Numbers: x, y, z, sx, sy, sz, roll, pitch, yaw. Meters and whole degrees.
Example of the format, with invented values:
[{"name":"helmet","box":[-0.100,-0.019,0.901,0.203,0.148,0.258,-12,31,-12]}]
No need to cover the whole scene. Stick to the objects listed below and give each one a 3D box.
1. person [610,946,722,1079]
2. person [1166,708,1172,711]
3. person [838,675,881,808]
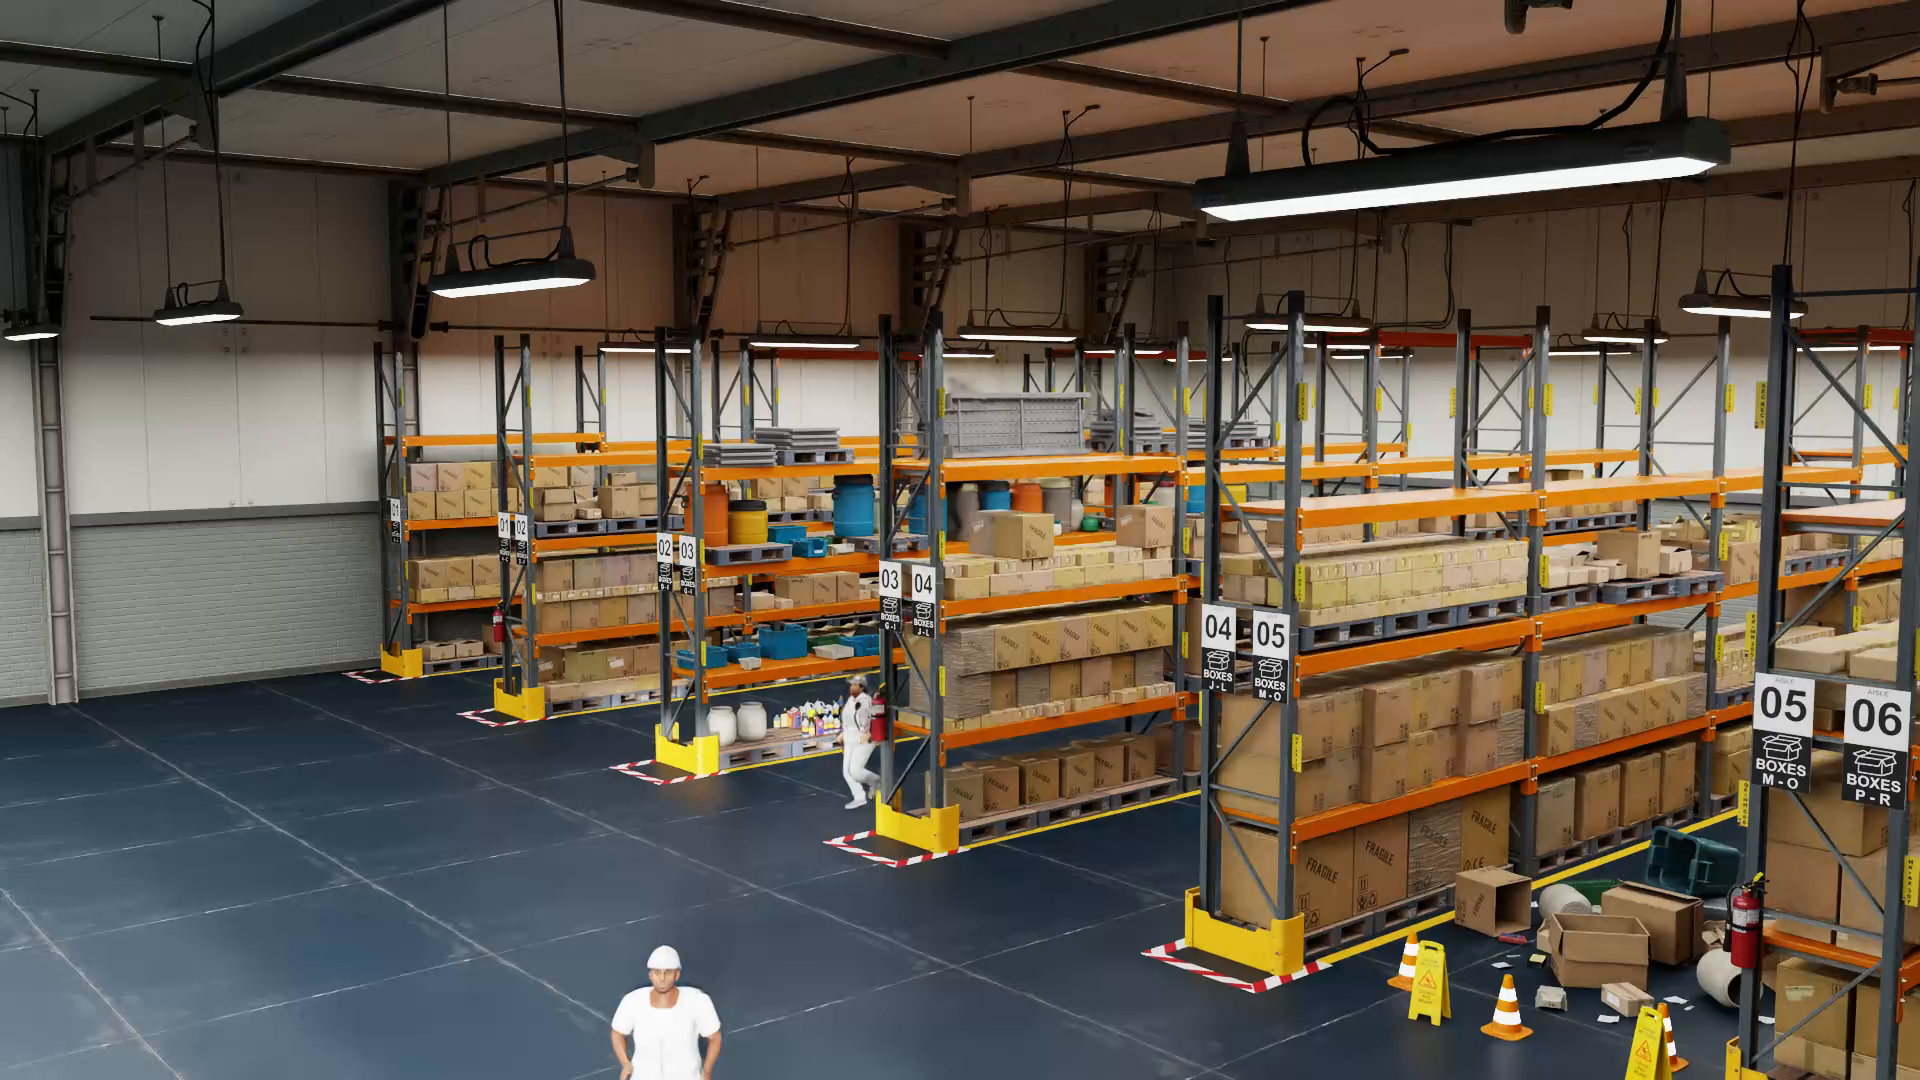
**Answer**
[{"name":"person","box":[-1.836,3.372,10.364,0.701,1.735,0.702,0,5,-3]},{"name":"person","box":[3.501,1.791,25.583,0.770,1.621,0.556,-5,7,-42]},{"name":"person","box":[-1.221,2.472,20.424,0.490,1.637,0.605,-5,7,-43]}]
